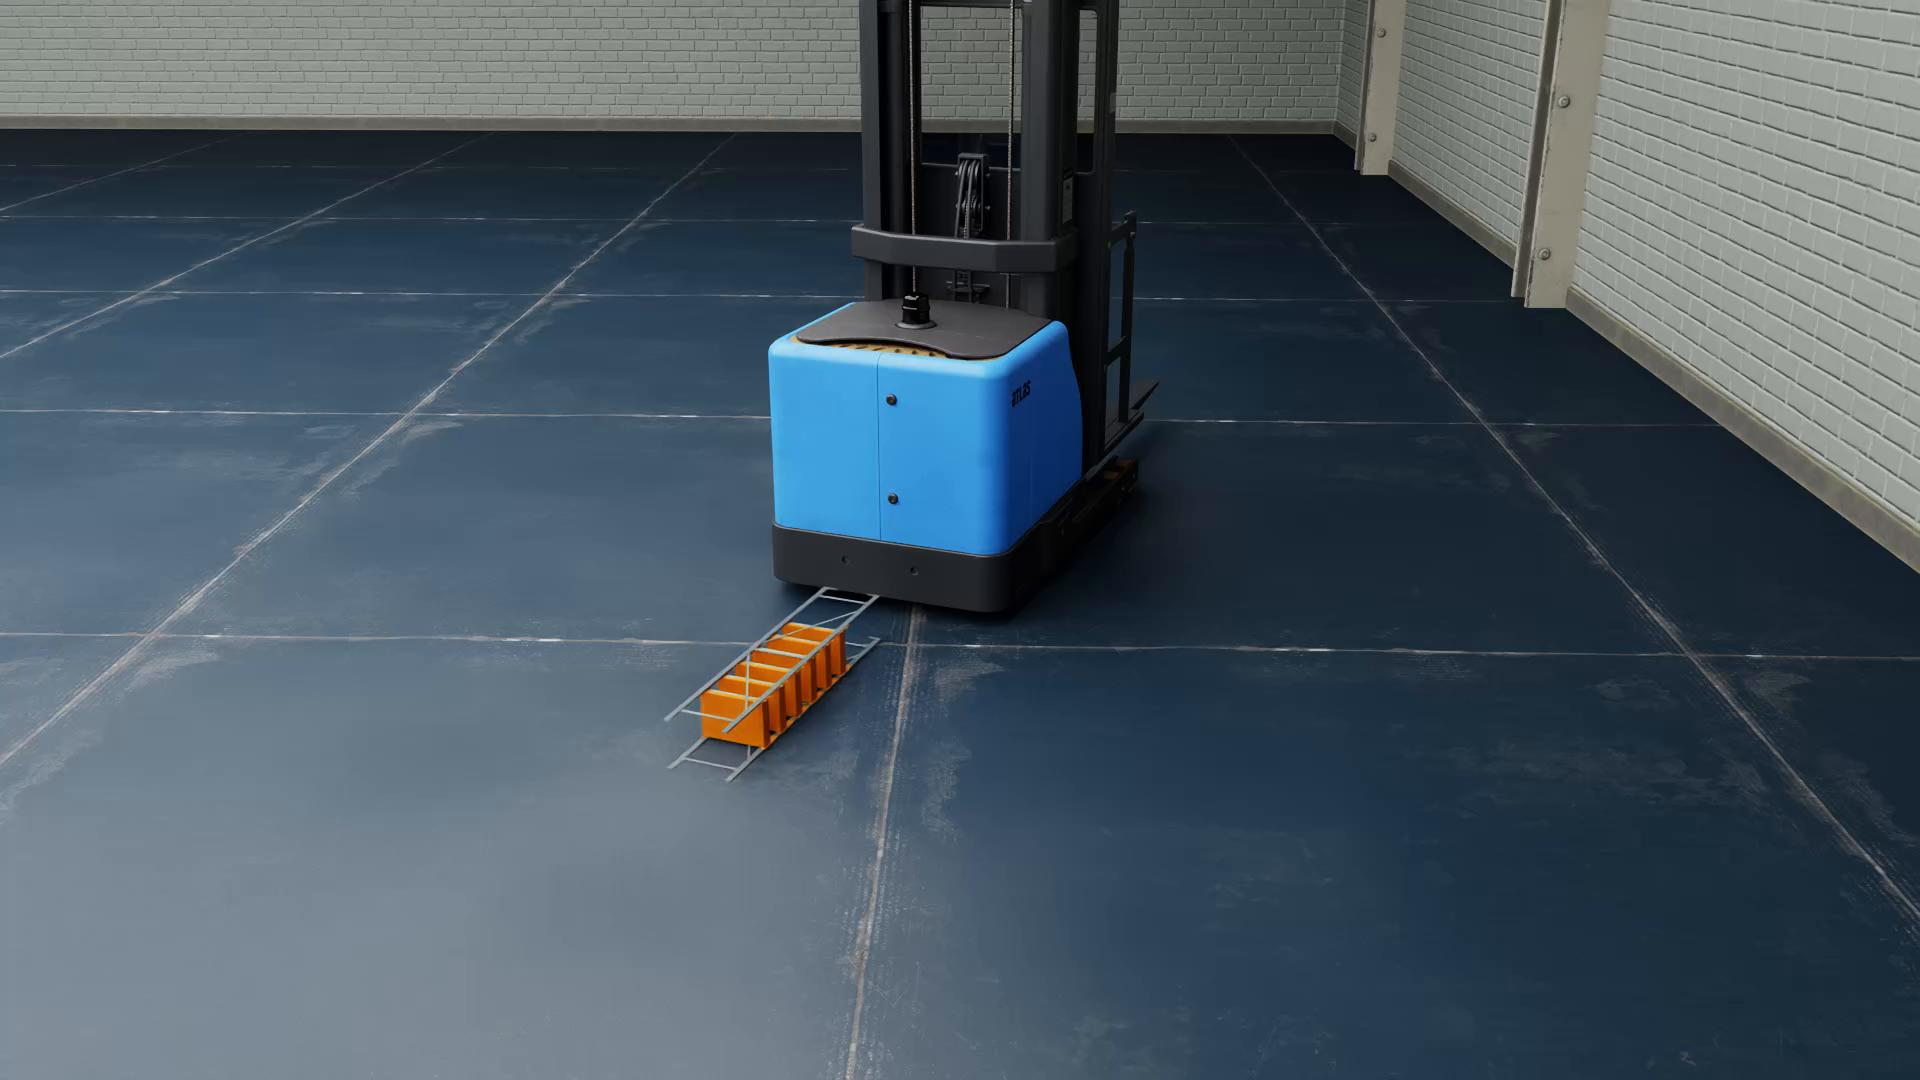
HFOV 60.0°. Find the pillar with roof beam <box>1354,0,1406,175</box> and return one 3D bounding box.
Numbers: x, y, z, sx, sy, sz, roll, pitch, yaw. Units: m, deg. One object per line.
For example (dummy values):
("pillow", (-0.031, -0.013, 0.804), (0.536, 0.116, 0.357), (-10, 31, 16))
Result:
("pillar with roof beam", (0.046, -8.126, 16.033), (9.100, 9.000, 0.400), (1, 21, 2))

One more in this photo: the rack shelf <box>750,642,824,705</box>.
("rack shelf", (-0.628, 0.476, 6.030), (0.258, 0.180, 0.103), (8, 23, 20))

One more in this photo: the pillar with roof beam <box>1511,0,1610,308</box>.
("pillar with roof beam", (-0.137, -5.957, 10.442), (9.100, 9.000, 0.400), (1, 21, 2))

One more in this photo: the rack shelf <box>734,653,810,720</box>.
("rack shelf", (-0.673, 0.517, 5.927), (0.258, 0.180, 0.103), (8, 23, 20))

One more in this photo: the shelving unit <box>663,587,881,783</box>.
("shelving unit", (-0.645, 0.491, 5.992), (0.258, 0.189, 1.200), (8, 23, 20))

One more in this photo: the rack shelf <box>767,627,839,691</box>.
("rack shelf", (-0.583, 0.435, 6.134), (0.258, 0.180, 0.103), (8, 23, 20))

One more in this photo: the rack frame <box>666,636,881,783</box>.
("rack frame", (-0.644, 0.576, 6.026), (0.240, 0.006, 1.200), (8, 23, 20))

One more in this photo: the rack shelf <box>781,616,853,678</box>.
("rack shelf", (-0.539, 0.394, 6.237), (0.258, 0.180, 0.103), (8, 23, 20))

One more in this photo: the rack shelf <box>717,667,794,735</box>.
("rack shelf", (-0.718, 0.558, 5.823), (0.258, 0.180, 0.103), (8, 23, 20))

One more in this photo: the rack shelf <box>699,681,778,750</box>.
("rack shelf", (-0.762, 0.599, 5.720), (0.258, 0.180, 0.103), (8, 23, 20))

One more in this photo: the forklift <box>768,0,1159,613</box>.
("forklift", (0.230, -1.579, 7.546), (1.130, 2.935, 3.031), (8, 23, 20))

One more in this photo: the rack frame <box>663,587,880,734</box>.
("rack frame", (-0.645, 0.406, 5.958), (0.240, 0.006, 1.200), (8, 23, 20))
